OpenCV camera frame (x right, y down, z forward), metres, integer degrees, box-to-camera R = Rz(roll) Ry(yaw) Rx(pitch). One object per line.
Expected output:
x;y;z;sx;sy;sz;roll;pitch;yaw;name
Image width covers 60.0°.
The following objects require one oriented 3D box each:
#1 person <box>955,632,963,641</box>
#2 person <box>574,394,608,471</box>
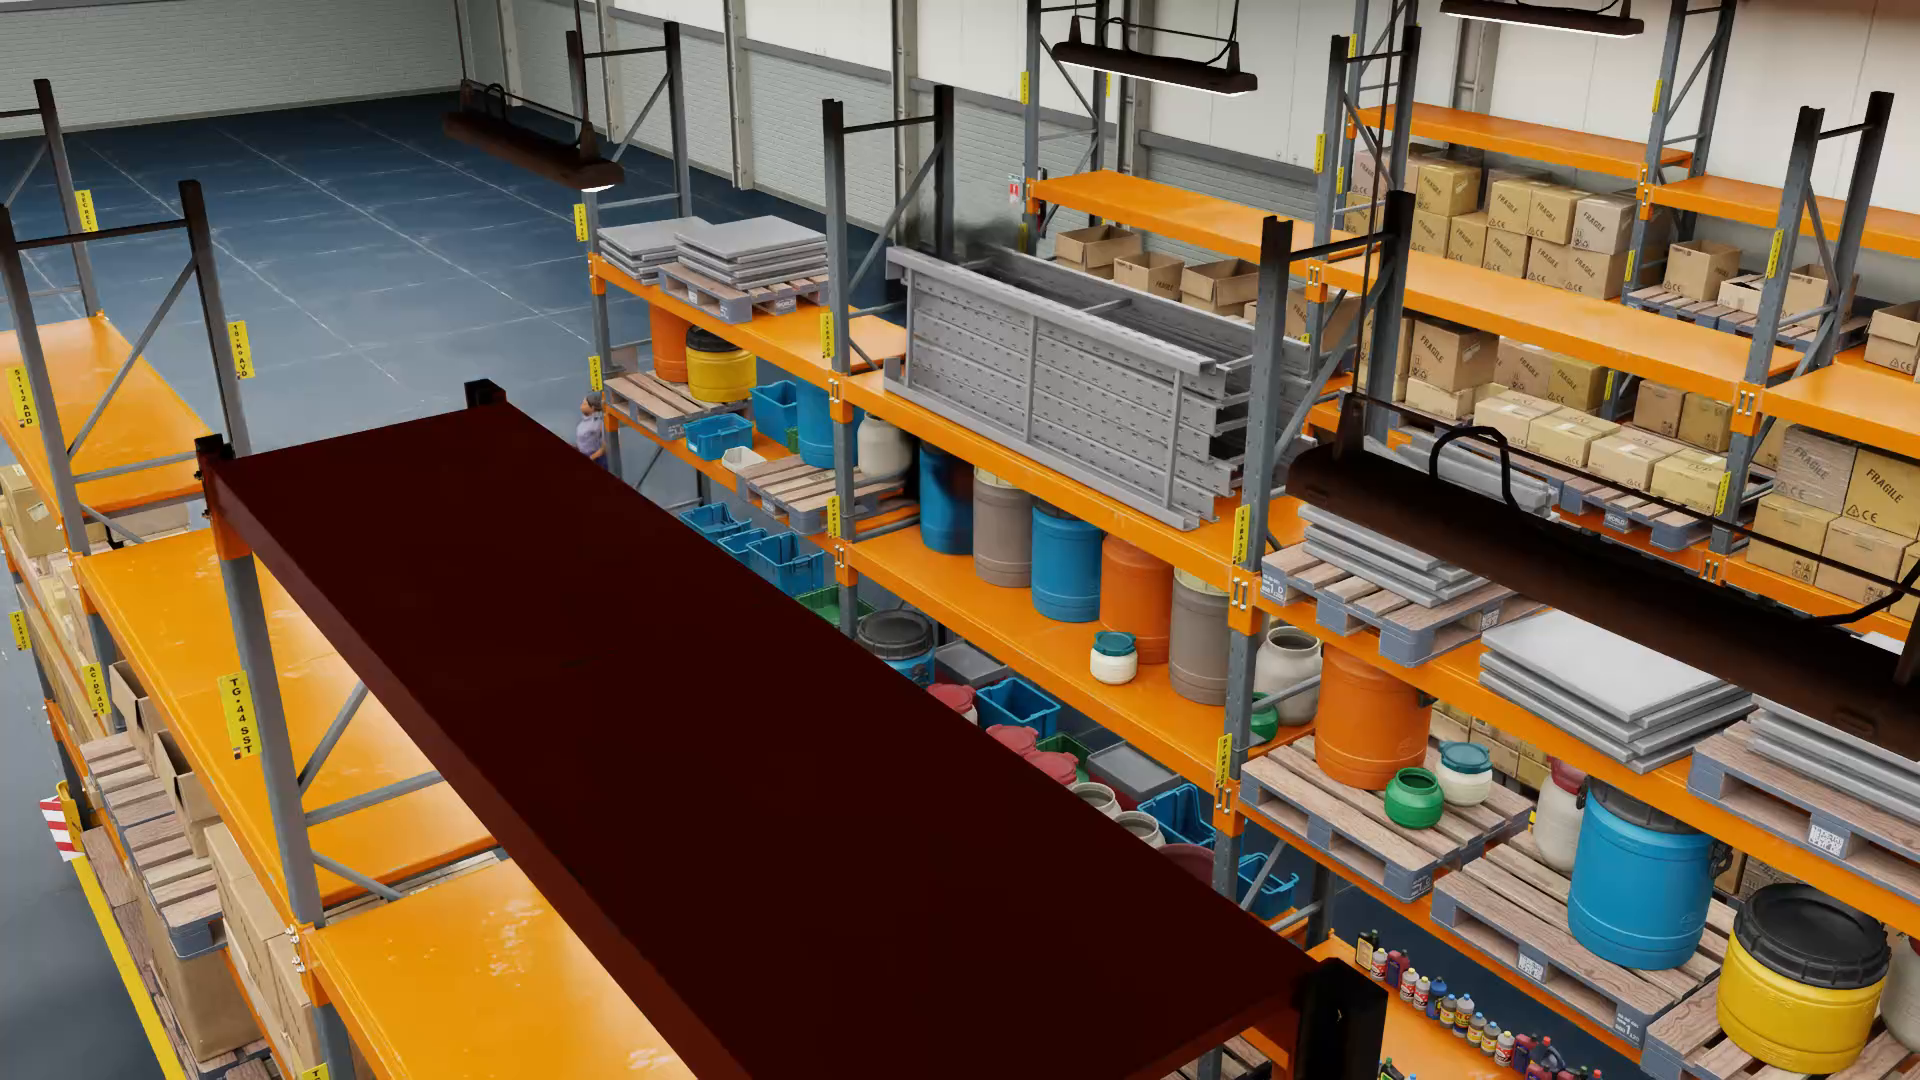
0.033;0.583;15.642;0.675;1.825;0.774;-19;31;-35;person
-4.133;-0.907;19.052;0.643;1.605;0.617;-8;26;-18;person
